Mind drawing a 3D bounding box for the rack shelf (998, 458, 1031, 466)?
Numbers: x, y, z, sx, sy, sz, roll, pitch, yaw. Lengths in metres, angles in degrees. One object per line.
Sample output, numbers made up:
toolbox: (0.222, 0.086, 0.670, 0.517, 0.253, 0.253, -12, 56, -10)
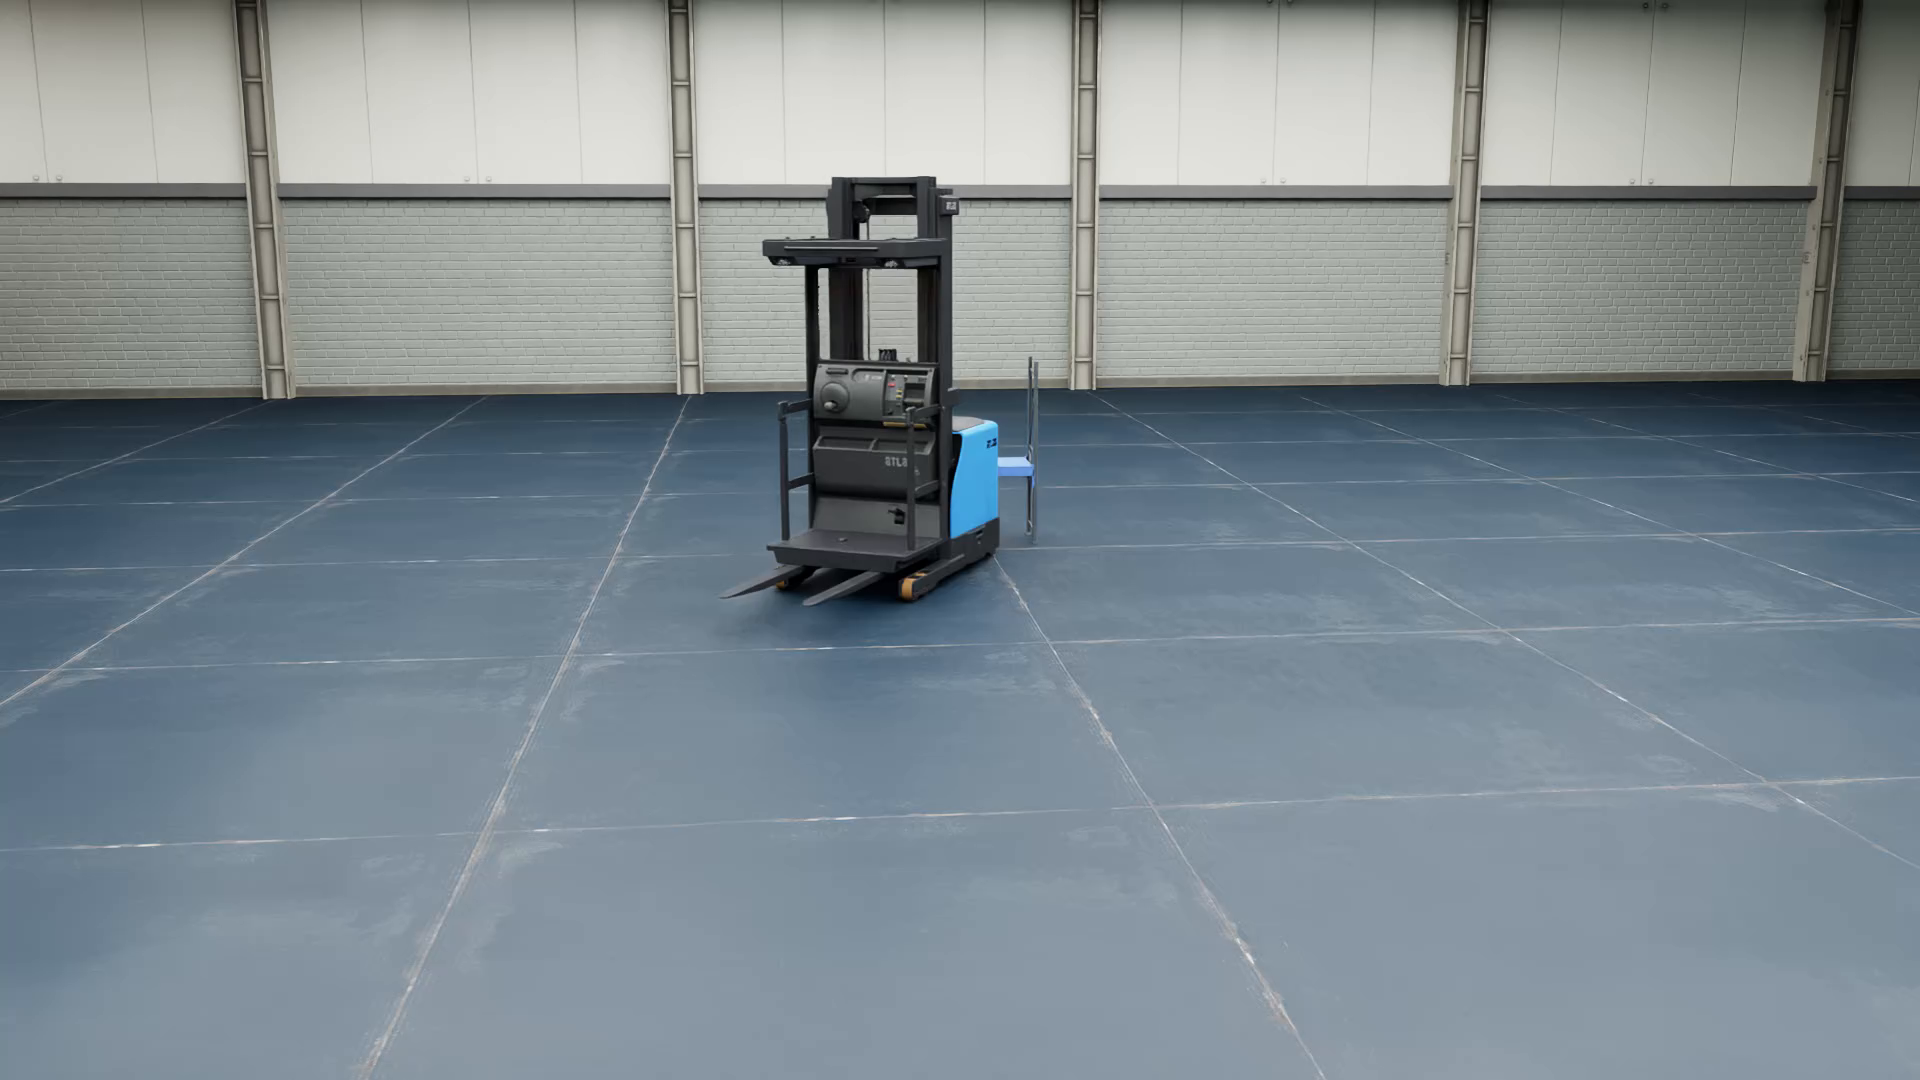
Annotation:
rack shelf: (0.094, -0.616, 13.791, 0.952, 0.062, 0.459, -1, 11, -3)

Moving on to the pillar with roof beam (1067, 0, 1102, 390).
pillar with roof beam: (2.354, -5.940, 20.753, 0.400, 9.000, 9.100, -1, 11, -6)

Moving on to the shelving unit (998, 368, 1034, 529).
shelving unit: (0.113, -0.745, 13.769, 0.991, 1.308, 0.475, -1, 11, -3)

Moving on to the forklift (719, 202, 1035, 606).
forklift: (-6.964, -0.751, 8.364, 10.319, 3.598, 15.987, 4, 12, 21)

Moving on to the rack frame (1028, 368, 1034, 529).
rack frame: (0.601, -0.751, 13.798, 0.013, 1.308, 0.475, -1, 11, -3)
